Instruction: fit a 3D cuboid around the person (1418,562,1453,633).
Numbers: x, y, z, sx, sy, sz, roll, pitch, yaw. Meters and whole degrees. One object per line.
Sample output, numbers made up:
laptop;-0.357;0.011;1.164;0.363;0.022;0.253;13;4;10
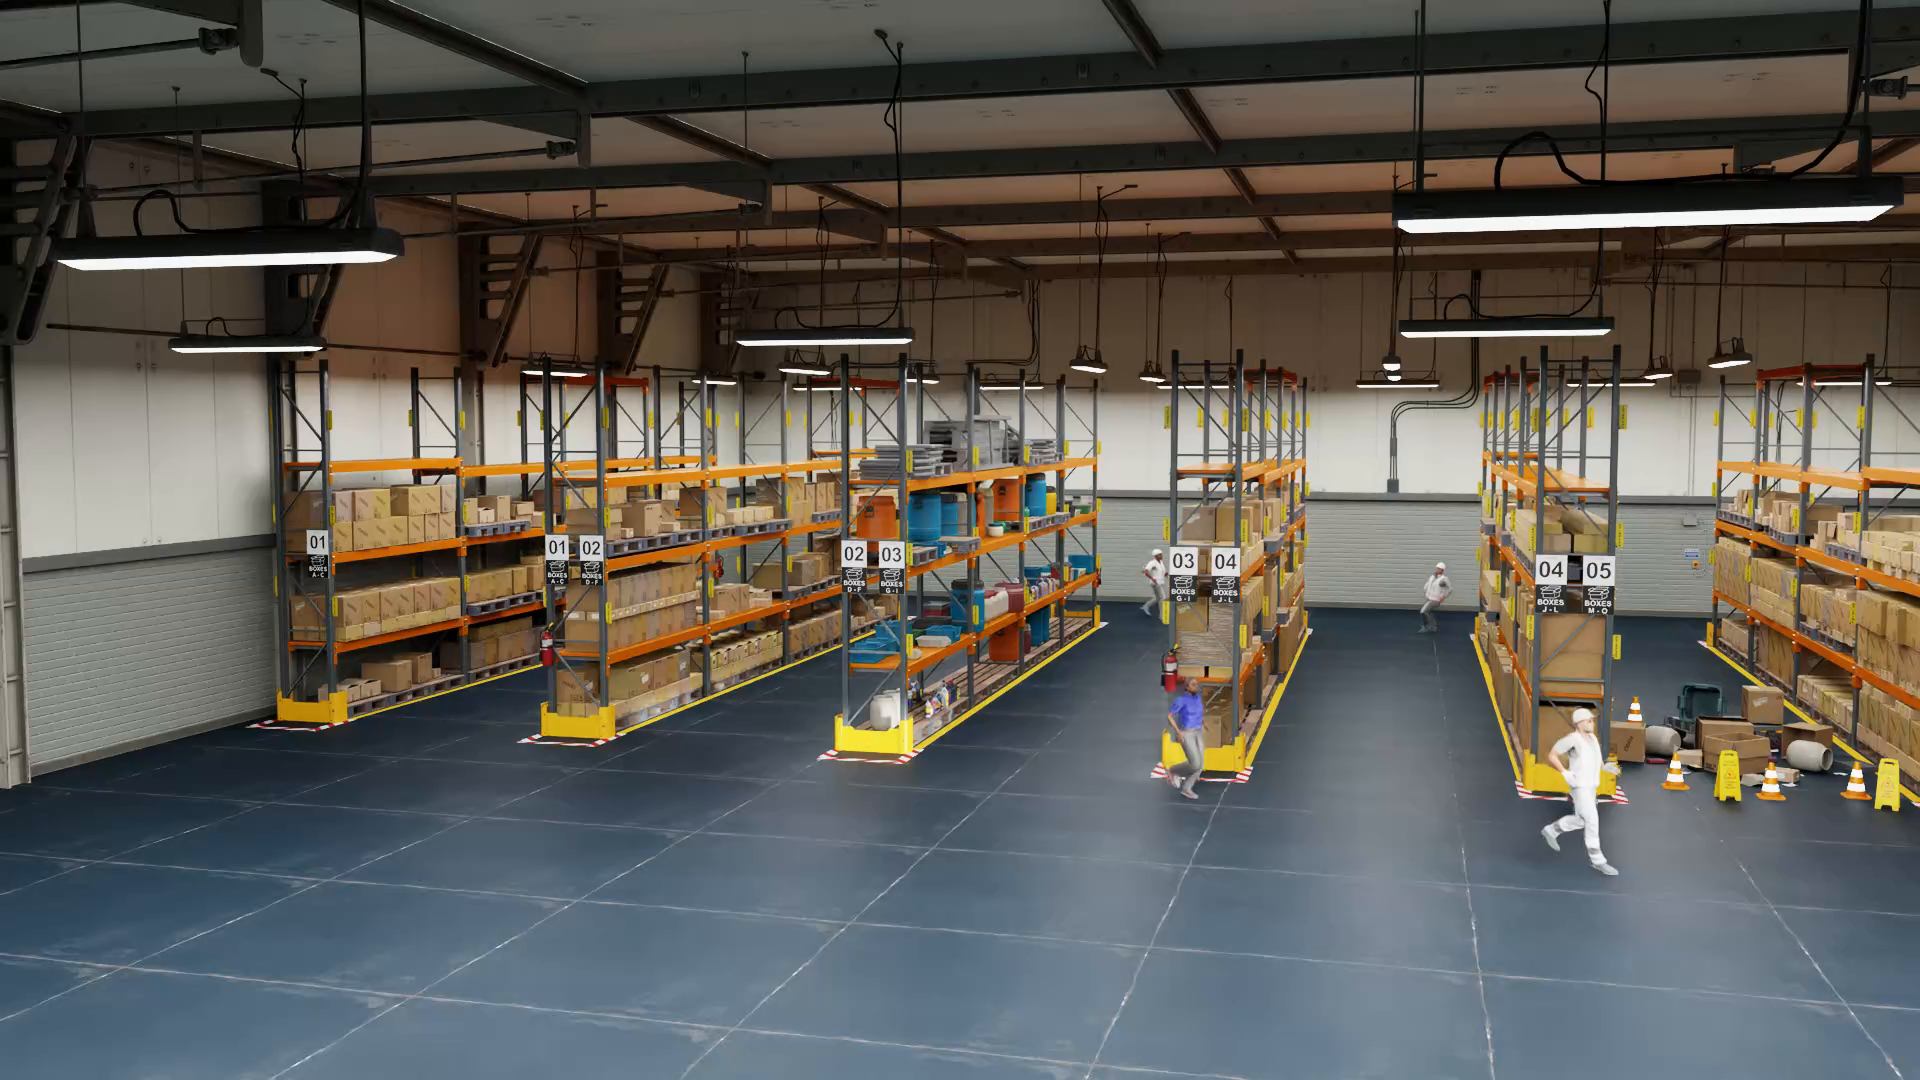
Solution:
person;11.107;1.368;39.083;0.677;1.714;0.778;-1;4;-8

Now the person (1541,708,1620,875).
person;6.936;2.770;18.594;0.656;1.792;0.980;-3;5;-40

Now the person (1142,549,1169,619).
person;4.940;1.112;41.873;0.826;1.766;0.701;2;5;27

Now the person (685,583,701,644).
person;-6.067;1.516;36.912;0.561;1.710;0.774;0;4;5

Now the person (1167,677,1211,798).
person;3.070;2.621;22.085;0.575;1.617;0.562;-3;5;-38
